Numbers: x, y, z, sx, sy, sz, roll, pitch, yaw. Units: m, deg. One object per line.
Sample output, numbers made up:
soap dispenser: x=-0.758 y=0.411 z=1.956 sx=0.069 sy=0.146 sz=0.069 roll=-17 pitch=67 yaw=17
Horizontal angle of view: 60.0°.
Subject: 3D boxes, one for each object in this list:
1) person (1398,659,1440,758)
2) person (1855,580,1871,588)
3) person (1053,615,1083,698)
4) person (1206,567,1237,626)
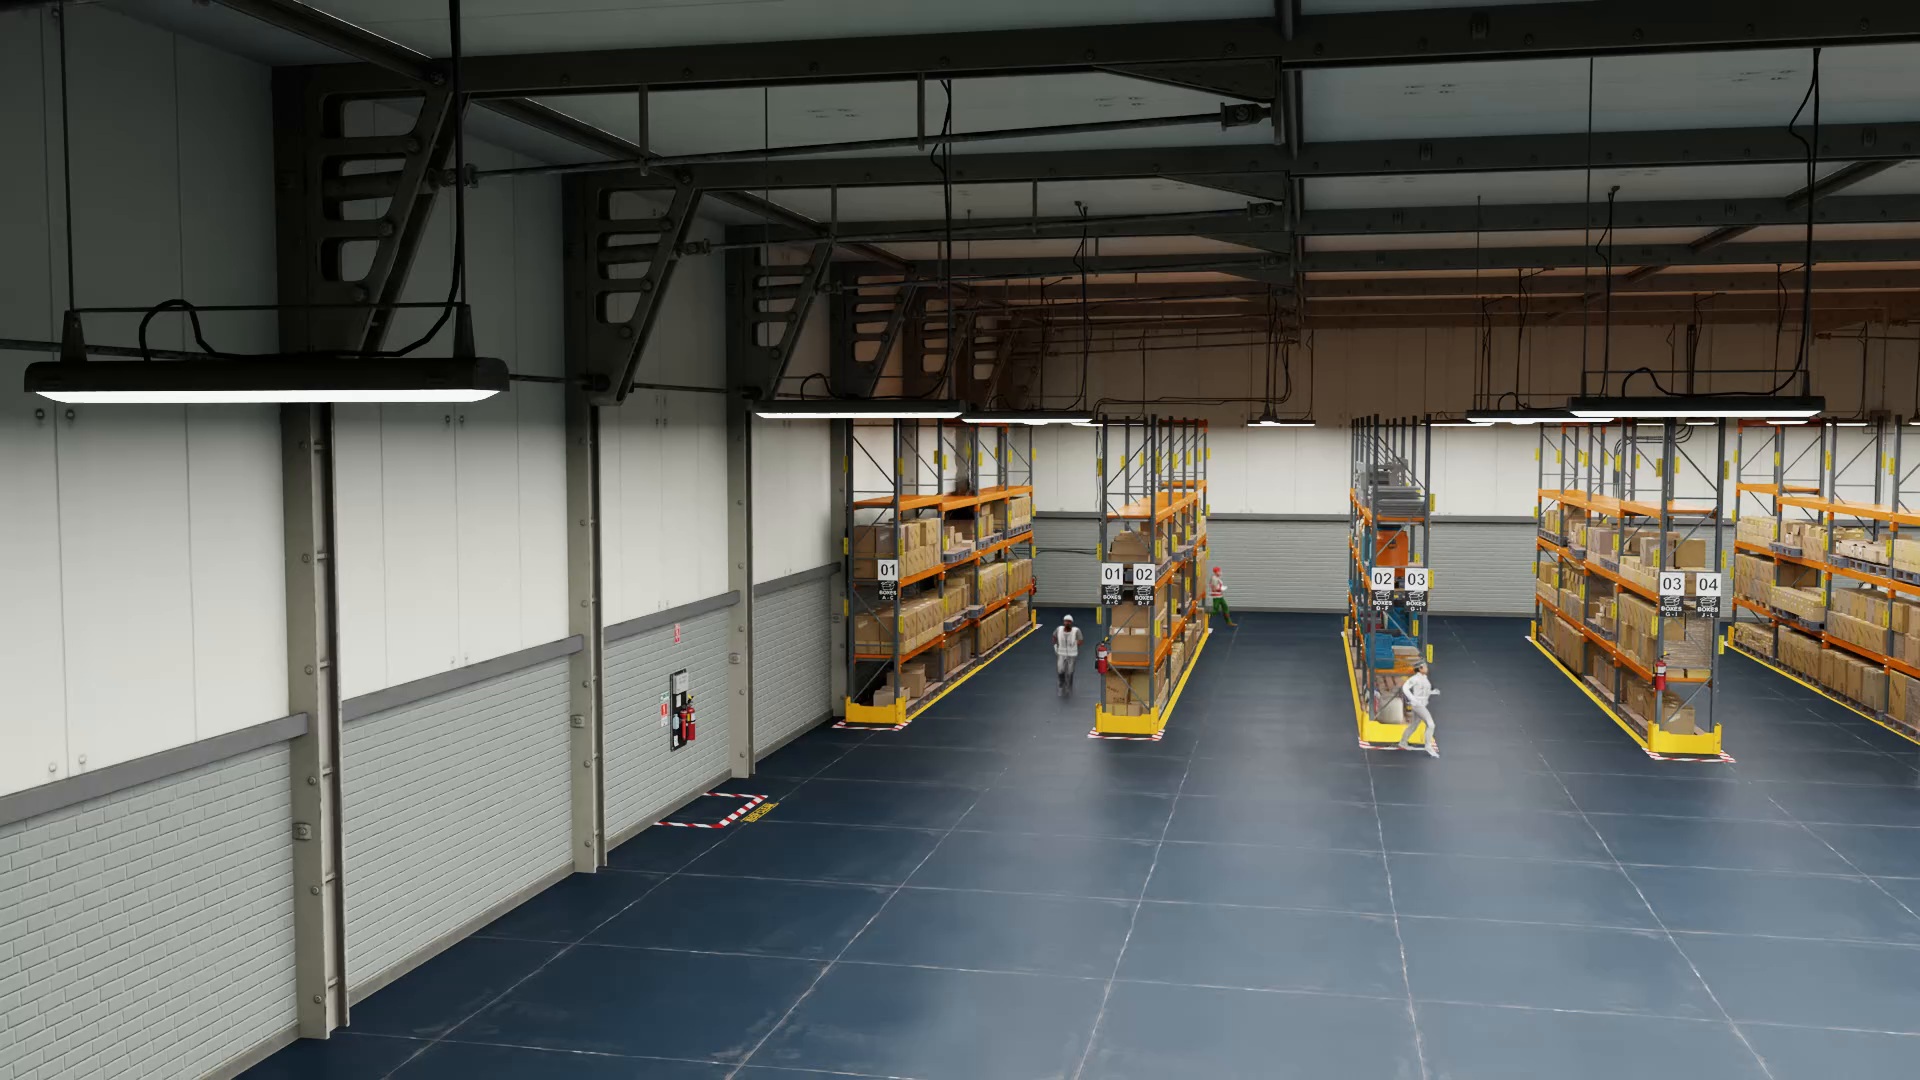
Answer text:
person: x=8.027 y=2.930 z=29.151 sx=0.746 sy=1.731 sz=0.603 roll=2 pitch=4 yaw=28
person: x=24.348 y=1.847 z=44.946 sx=0.777 sy=1.826 sz=0.685 roll=0 pitch=4 yaw=-2
person: x=2.294 y=2.478 z=35.495 sx=0.661 sy=1.776 sz=0.755 roll=0 pitch=4 yaw=6
person: x=7.440 y=1.633 z=47.852 sx=1.032 sy=1.738 sz=0.675 roll=1 pitch=4 yaw=16
